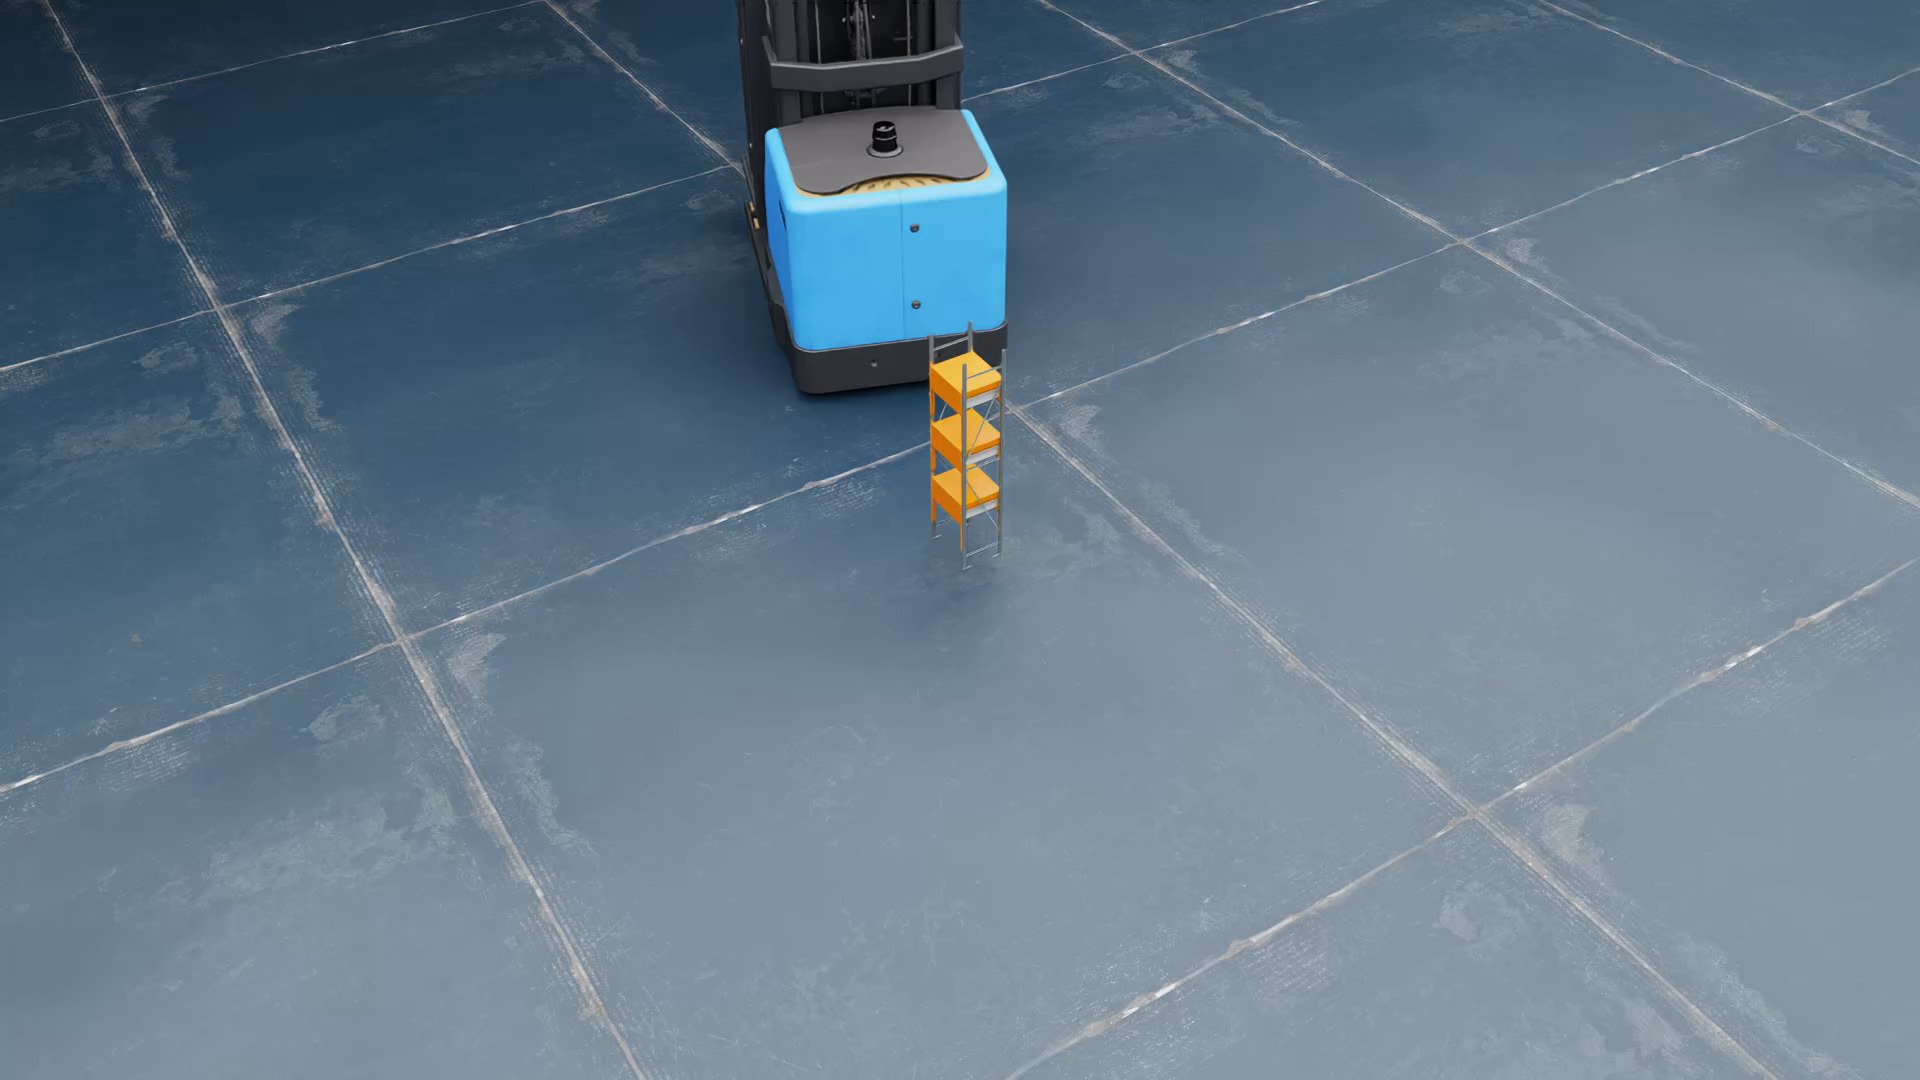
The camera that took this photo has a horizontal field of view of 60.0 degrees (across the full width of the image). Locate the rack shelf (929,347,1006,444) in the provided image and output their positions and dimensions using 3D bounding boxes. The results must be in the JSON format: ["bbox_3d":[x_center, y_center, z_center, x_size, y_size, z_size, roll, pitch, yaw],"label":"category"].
[{"bbox_3d":[0.029,-0.584,6.704,0.215,0.259,0.240,-22,45,-24],"label":"rack shelf"}]

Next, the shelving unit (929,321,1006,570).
[{"bbox_3d":[0.029,-0.374,6.879,0.215,1.050,0.252,-22,45,-24],"label":"shelving unit"}]

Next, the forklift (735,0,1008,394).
[{"bbox_3d":[-0.589,-2.778,8.294,1.130,2.935,3.031,-8,40,-10],"label":"forklift"}]

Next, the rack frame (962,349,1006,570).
[{"bbox_3d":[0.094,-0.309,6.800,0.200,1.050,0.008,-22,45,-24],"label":"rack frame"}]

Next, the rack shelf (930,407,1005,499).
[{"bbox_3d":[0.029,-0.366,6.886,0.215,0.259,0.240,-22,45,-24],"label":"rack shelf"}]

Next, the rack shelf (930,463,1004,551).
[{"bbox_3d":[0.029,-0.153,7.064,0.215,0.259,0.240,-22,45,-24],"label":"rack shelf"}]

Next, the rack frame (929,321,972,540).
[{"bbox_3d":[-0.037,-0.440,6.958,0.200,1.050,0.008,-22,45,-24],"label":"rack frame"}]
